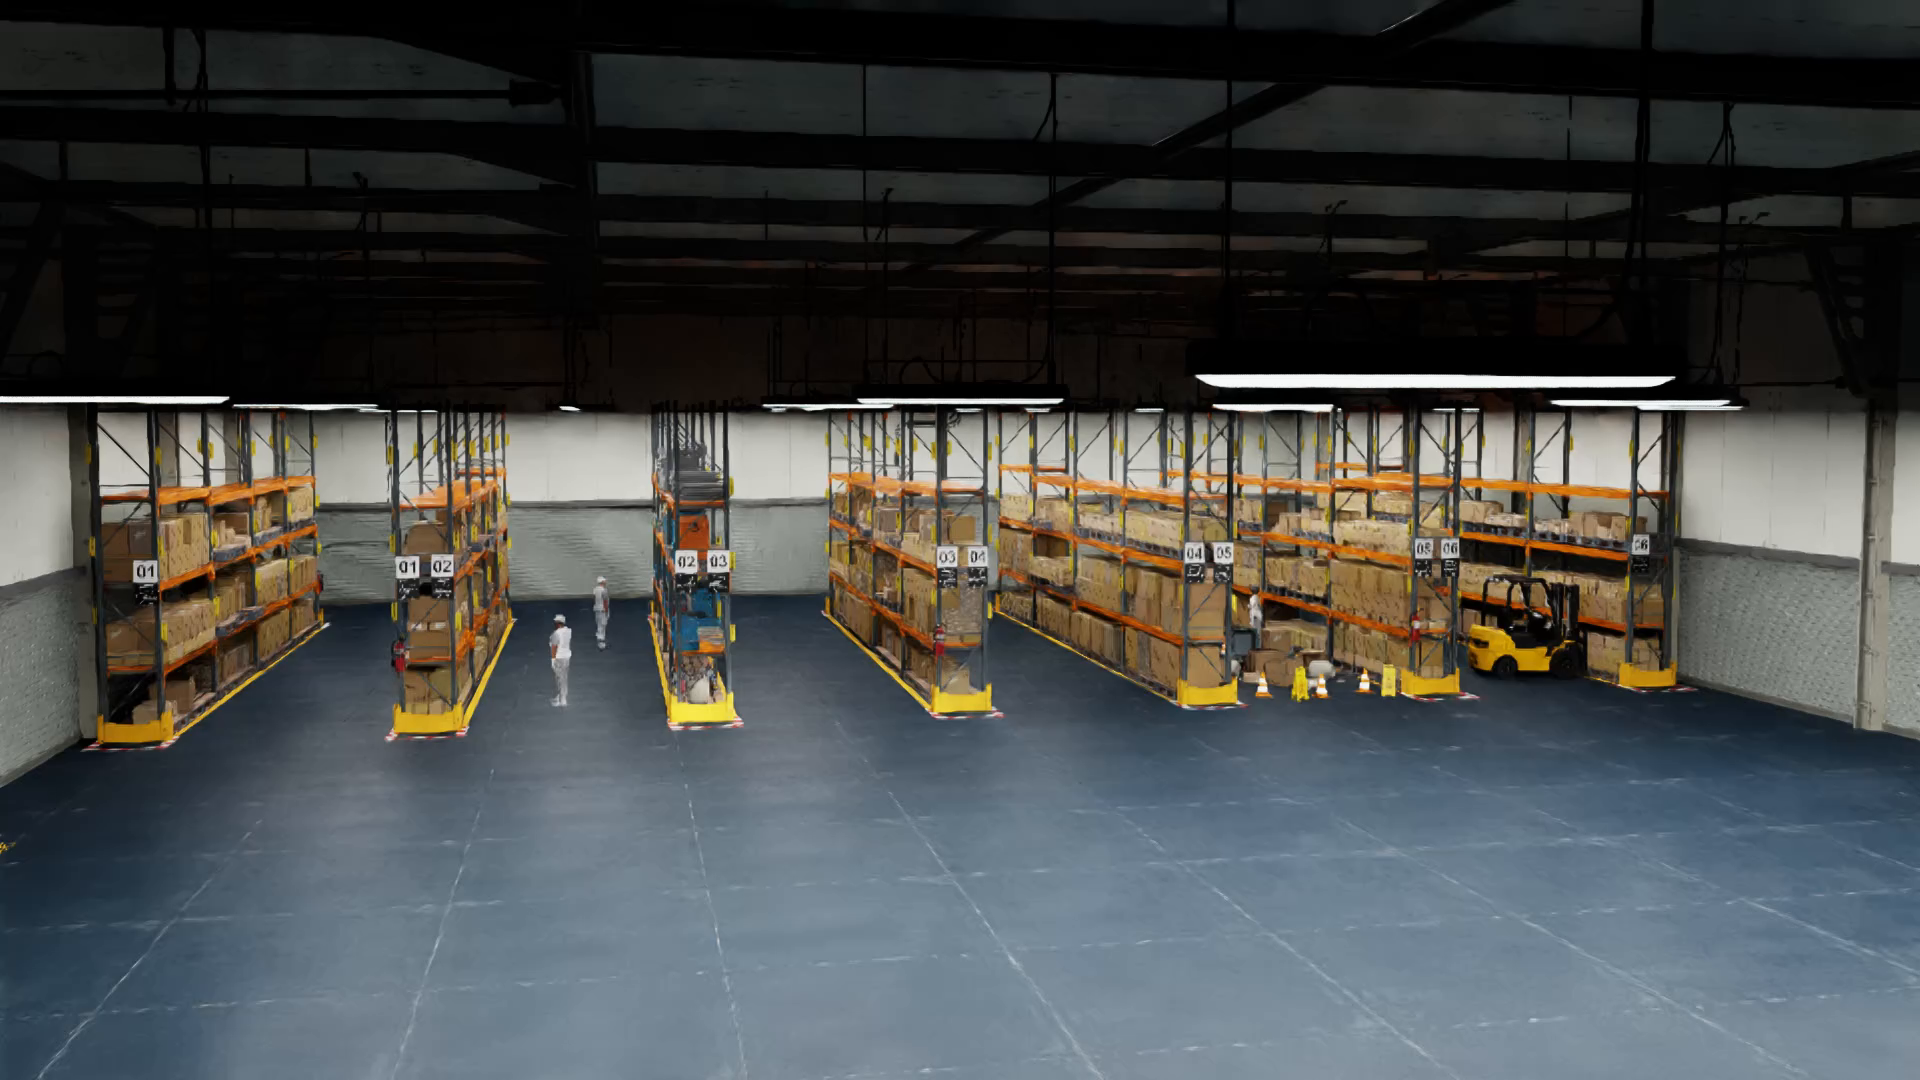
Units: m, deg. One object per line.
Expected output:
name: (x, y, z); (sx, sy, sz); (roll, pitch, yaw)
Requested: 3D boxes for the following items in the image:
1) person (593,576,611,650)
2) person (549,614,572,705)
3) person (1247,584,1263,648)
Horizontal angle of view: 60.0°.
person: (-8.704, 1.755, 40.581); (0.451, 1.789, 0.605); (-4, 6, -41)
person: (-7.932, 2.346, 32.811); (0.493, 1.780, 0.616); (1, 5, 18)
person: (7.001, 1.890, 39.636); (0.548, 1.666, 0.579); (1, 4, 13)
